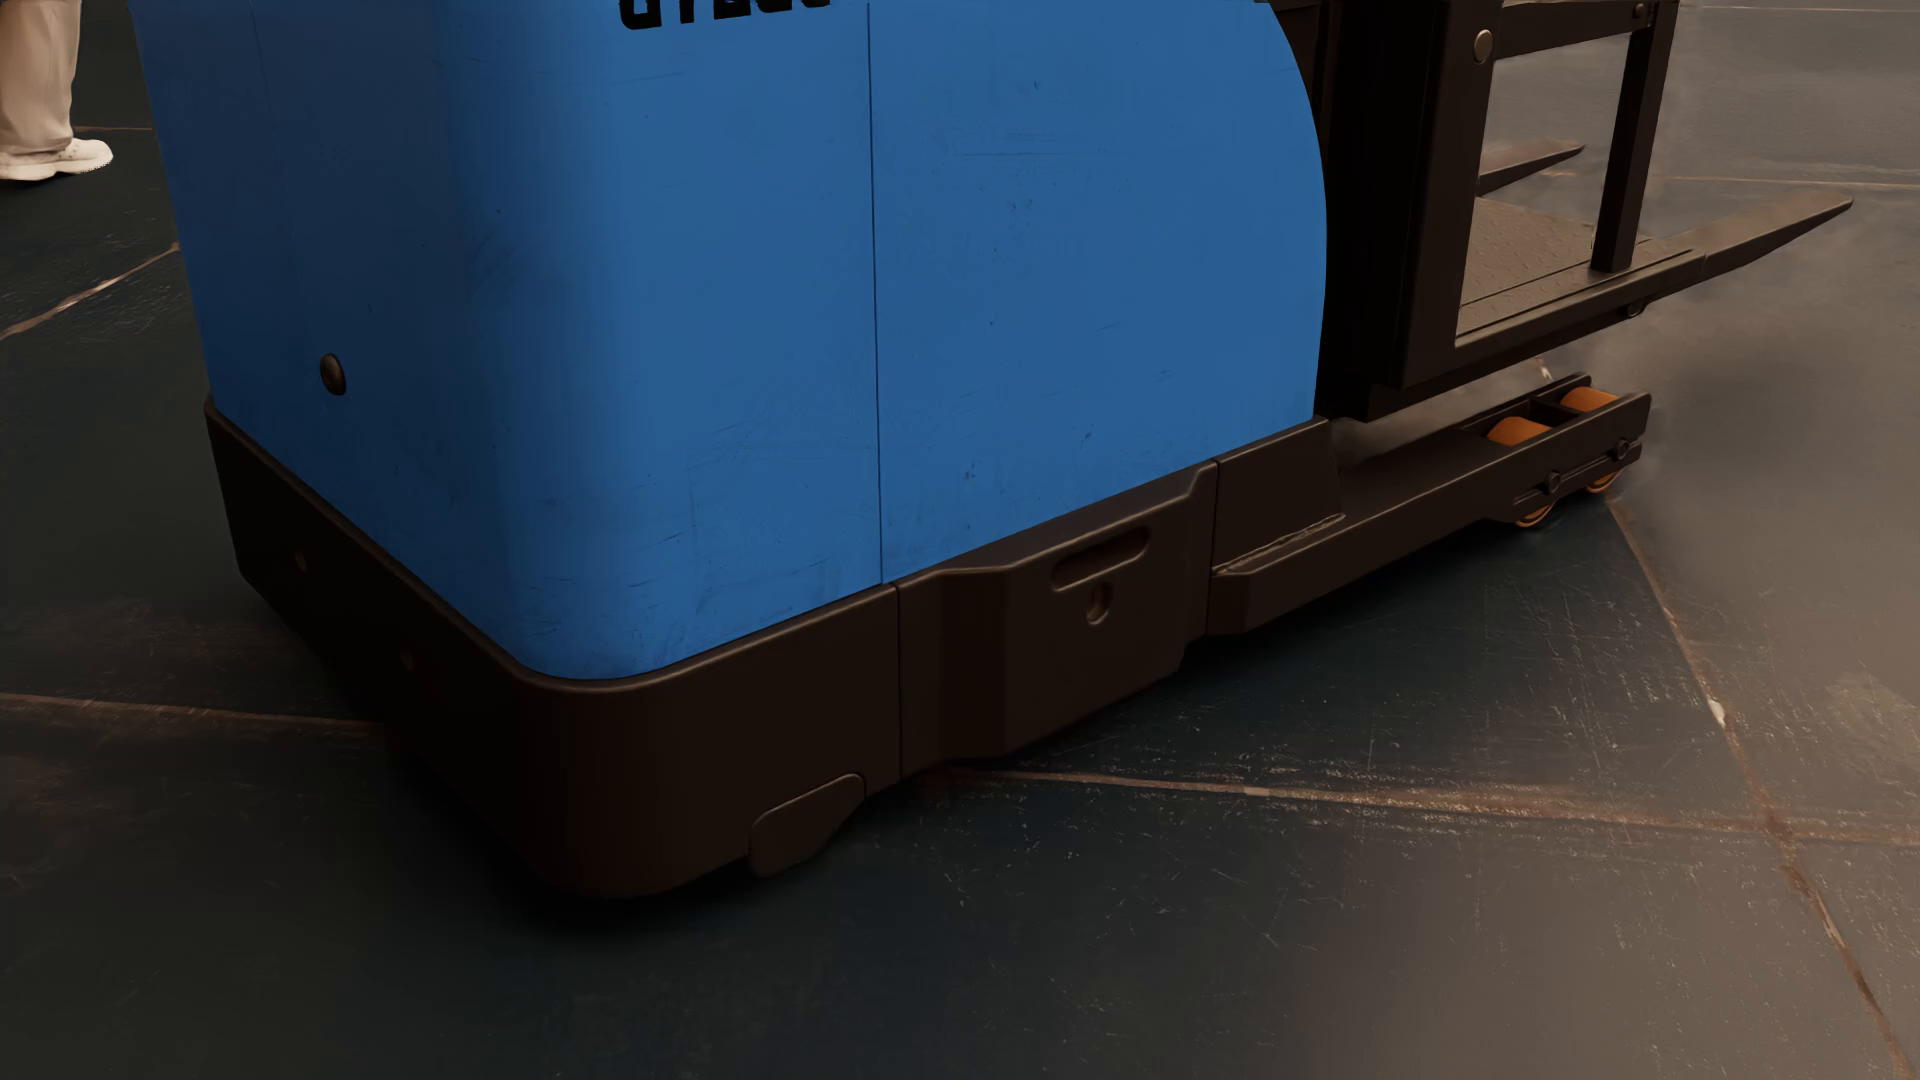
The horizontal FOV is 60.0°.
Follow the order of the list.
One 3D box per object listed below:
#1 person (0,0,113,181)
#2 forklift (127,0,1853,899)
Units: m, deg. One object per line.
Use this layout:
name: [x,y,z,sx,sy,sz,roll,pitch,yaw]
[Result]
person: [-2.399,-1.686,4.037,0.903,1.652,0.868,5,27,10]
forklift: [0.462,-1.491,2.205,3.031,2.935,1.130,-21,33,-35]
